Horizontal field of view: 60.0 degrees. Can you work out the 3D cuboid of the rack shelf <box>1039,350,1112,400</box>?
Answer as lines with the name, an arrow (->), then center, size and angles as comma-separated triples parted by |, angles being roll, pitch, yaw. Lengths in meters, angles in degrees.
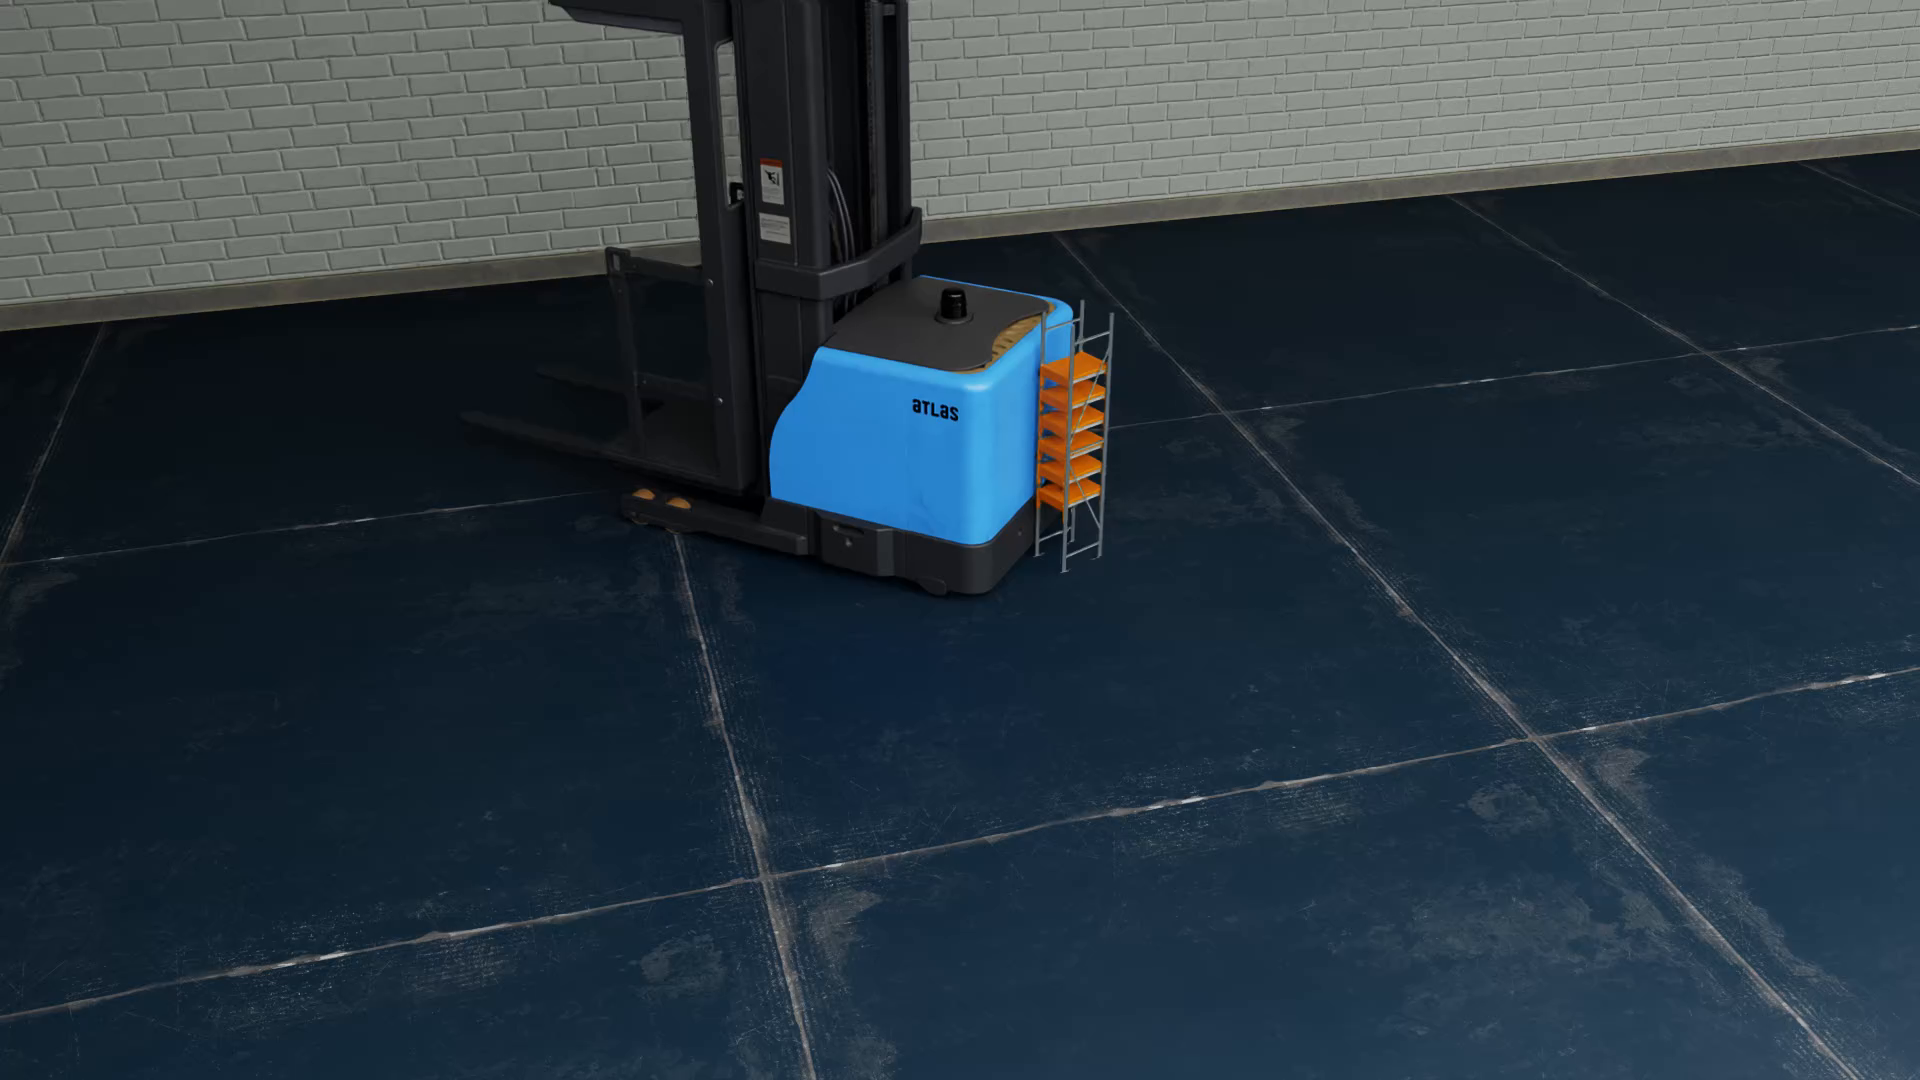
rack shelf -> 0.496, -0.712, 7.151 | 0.258, 0.103, 0.180 | -22, 37, -33

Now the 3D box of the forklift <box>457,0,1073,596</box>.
forklift -> -1.032, -1.520, 7.450 | 3.031, 2.935, 1.130 | 14, 33, 22

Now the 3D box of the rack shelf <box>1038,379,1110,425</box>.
rack shelf -> 0.496, -0.608, 7.212 | 0.258, 0.103, 0.180 | -22, 37, -33

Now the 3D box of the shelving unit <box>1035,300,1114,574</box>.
shelving unit -> 0.495, -0.439, 7.310 | 0.258, 1.200, 0.189 | -22, 37, -33

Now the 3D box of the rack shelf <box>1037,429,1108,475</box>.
rack shelf -> 0.495, -0.401, 7.332 | 0.258, 0.103, 0.180 | -22, 37, -33

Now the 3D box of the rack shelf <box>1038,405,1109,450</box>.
rack shelf -> 0.495, -0.504, 7.272 | 0.258, 0.103, 0.180 | -22, 37, -33

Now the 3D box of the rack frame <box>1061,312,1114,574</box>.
rack frame -> 0.553, -0.403, 7.249 | 0.240, 1.200, 0.006 | -22, 37, -33

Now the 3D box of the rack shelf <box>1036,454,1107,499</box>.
rack shelf -> 0.495, -0.297, 7.393 | 0.258, 0.103, 0.180 | -22, 37, -33

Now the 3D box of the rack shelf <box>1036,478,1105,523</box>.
rack shelf -> 0.494, -0.193, 7.453 | 0.258, 0.103, 0.180 | -22, 37, -33

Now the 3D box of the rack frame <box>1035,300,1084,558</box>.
rack frame -> 0.438, -0.475, 7.371 | 0.240, 1.200, 0.006 | -22, 37, -33
